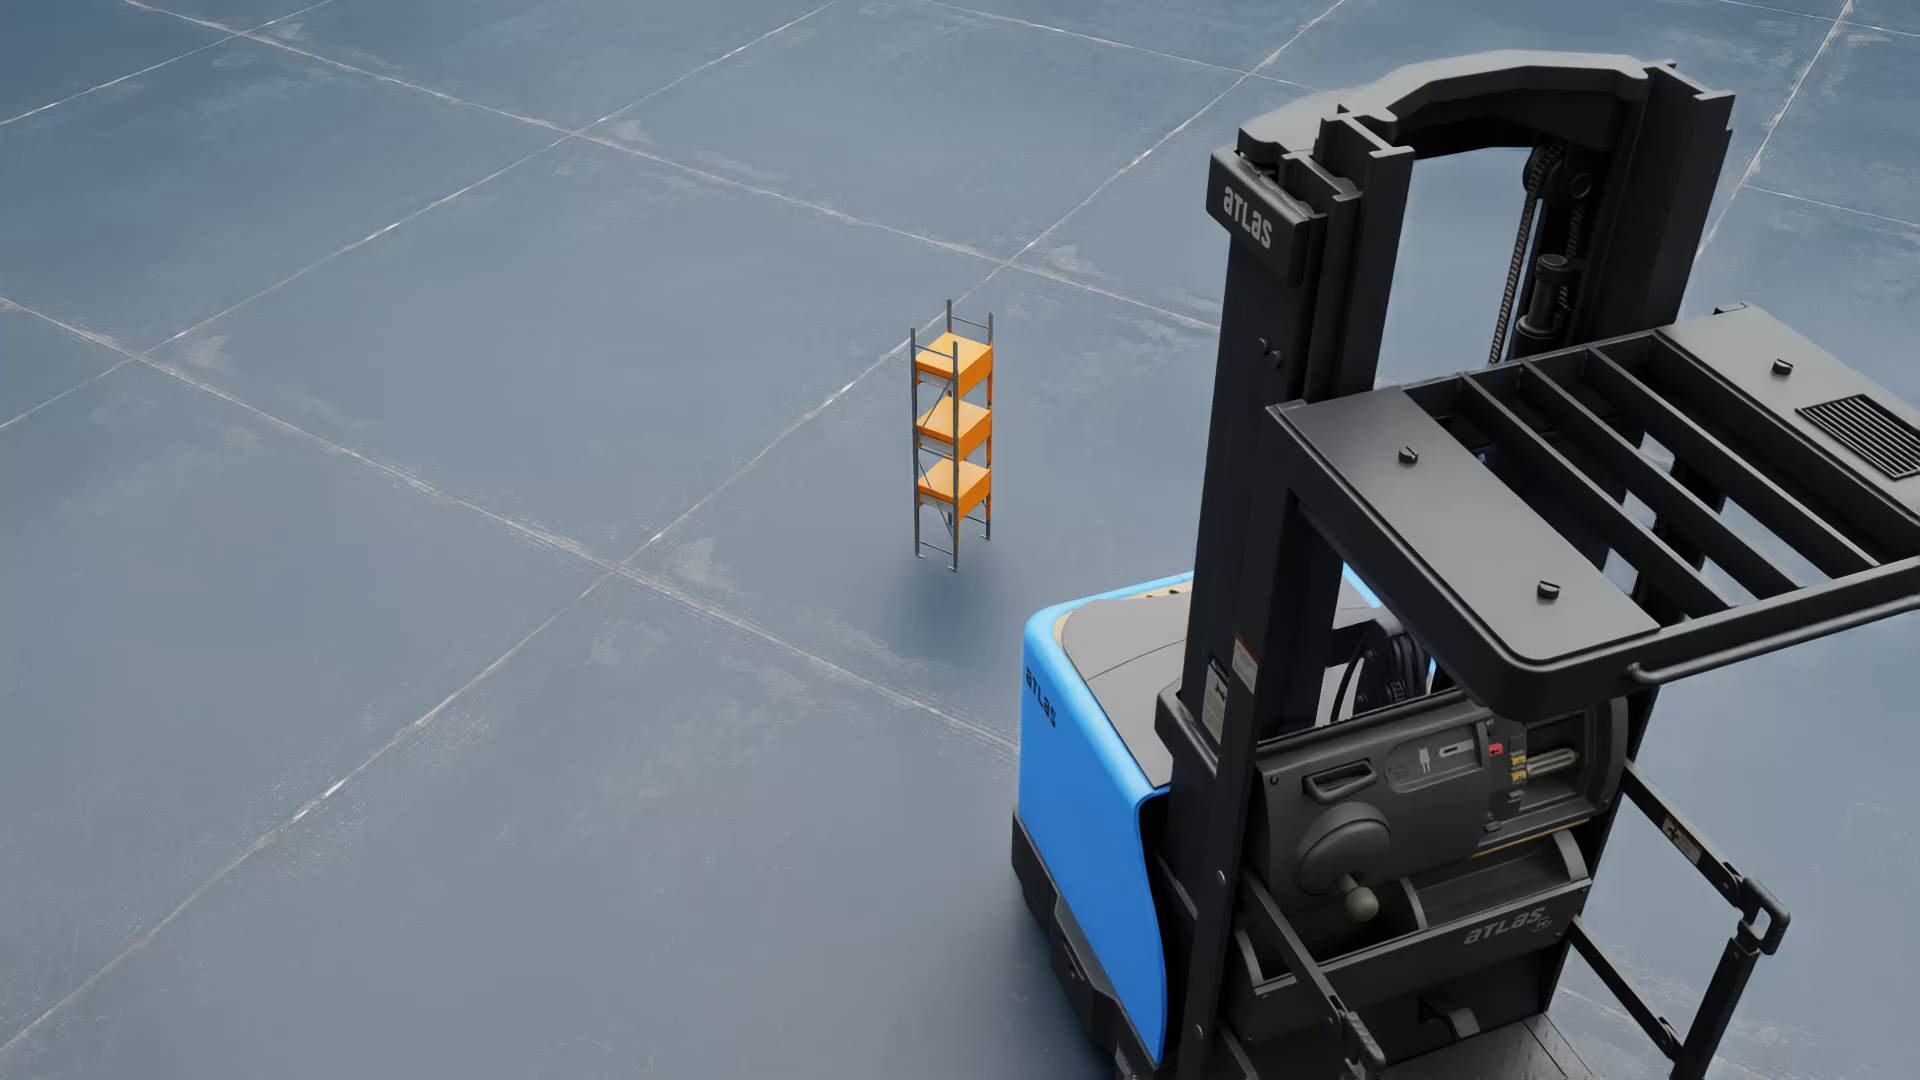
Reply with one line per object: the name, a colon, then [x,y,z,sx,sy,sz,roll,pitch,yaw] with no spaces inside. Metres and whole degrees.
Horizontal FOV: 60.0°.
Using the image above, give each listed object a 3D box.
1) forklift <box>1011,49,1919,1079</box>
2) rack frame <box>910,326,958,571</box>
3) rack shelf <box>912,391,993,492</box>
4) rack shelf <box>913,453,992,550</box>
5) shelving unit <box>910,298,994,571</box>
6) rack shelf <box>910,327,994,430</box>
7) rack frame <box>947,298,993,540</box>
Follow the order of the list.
forklift: [1.162,0.630,3.532,1.130,2.935,3.031,-13,40,-16]
rack frame: [-0.094,-0.325,6.312,0.200,1.050,0.008,21,42,25]
rack shelf: [-0.029,-0.380,6.400,0.215,0.259,0.240,21,42,25]
rack shelf: [-0.029,-0.160,6.570,0.215,0.259,0.240,21,42,25]
shelving unit: [-0.029,-0.388,6.394,0.215,1.050,0.252,21,42,25]
rack shelf: [-0.029,-0.605,6.227,0.215,0.259,0.240,21,42,25]
rack frame: [0.037,-0.451,6.475,0.200,1.050,0.008,21,42,25]
